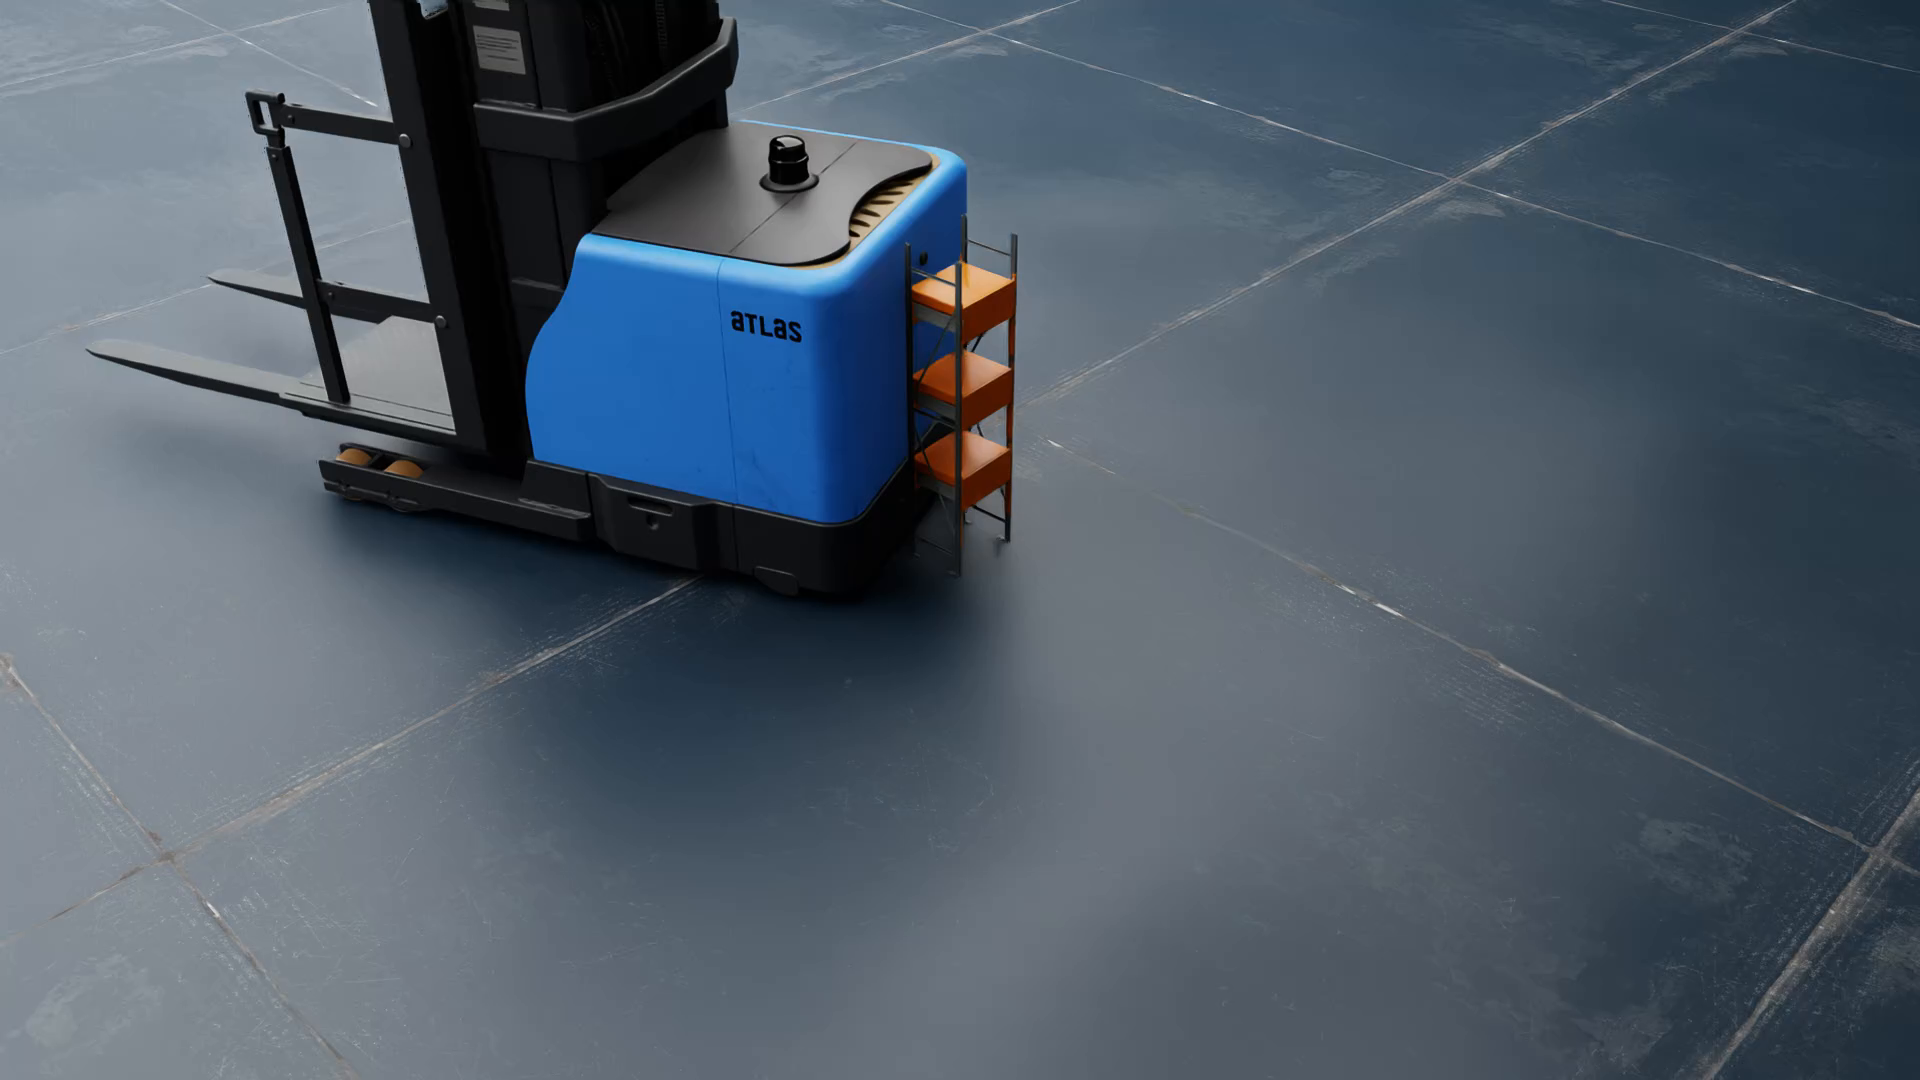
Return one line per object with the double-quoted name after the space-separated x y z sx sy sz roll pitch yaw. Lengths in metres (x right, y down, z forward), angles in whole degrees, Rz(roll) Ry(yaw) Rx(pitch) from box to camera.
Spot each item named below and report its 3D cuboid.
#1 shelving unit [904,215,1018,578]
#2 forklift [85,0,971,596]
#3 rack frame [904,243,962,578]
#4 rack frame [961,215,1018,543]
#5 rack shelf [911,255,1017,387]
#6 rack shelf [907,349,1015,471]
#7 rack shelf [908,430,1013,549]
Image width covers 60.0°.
0.002 -0.406 4.913 0.215 1.050 0.252 26 42 31 "shelving unit"
-1.534 -1.558 4.922 3.031 2.935 1.130 12 37 17 "forklift"
-0.076 -0.352 4.836 0.200 1.050 0.008 26 42 31 "rack frame"
0.080 -0.459 4.990 0.200 1.050 0.008 26 42 31 "rack frame"
0.003 -0.630 4.757 0.215 0.259 0.240 26 42 31 "rack shelf"
0.002 -0.397 4.919 0.215 0.259 0.240 26 42 31 "rack shelf"
0.002 -0.169 5.078 0.215 0.259 0.240 26 42 31 "rack shelf"
